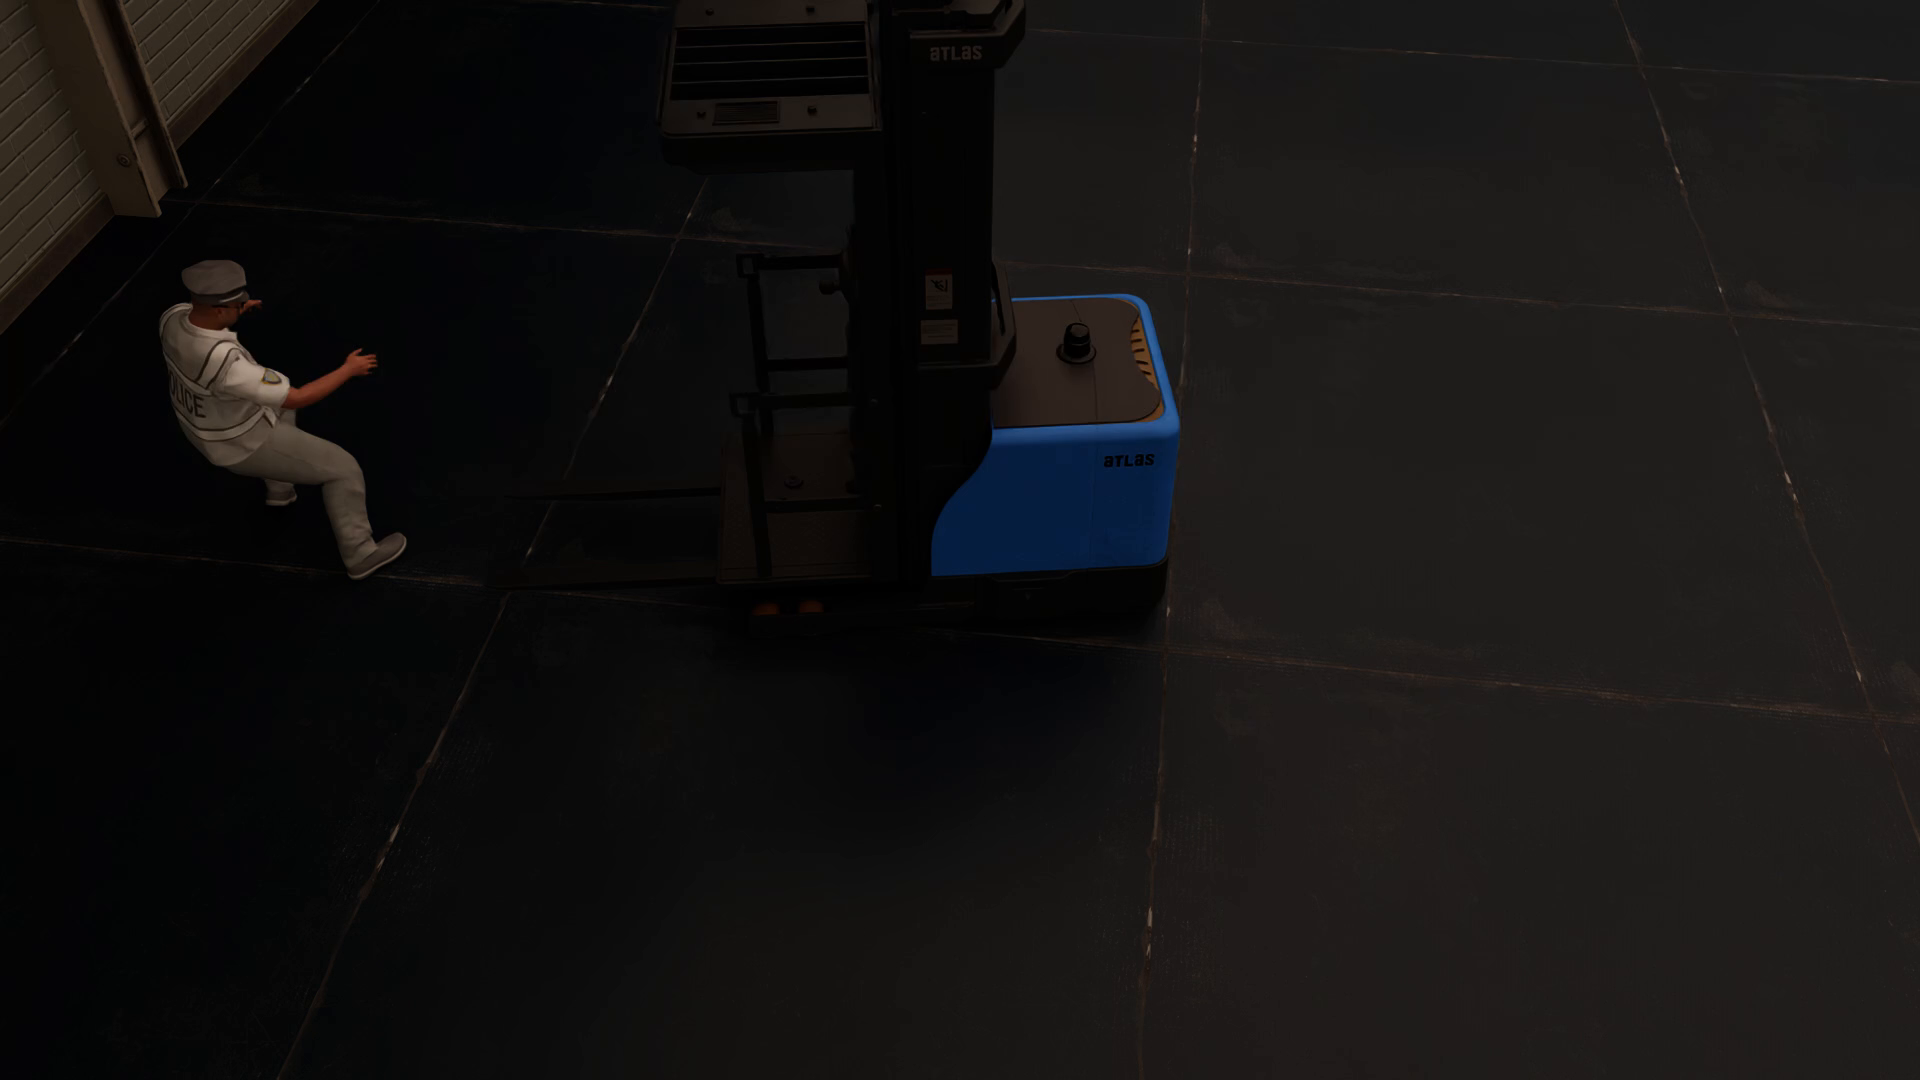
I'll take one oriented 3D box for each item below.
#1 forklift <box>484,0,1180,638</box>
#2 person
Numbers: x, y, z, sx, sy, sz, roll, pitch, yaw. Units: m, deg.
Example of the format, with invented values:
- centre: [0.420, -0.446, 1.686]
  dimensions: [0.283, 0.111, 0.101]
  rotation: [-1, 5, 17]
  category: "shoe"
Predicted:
- centre: [-0.615, -1.013, 6.827]
  dimensions: [3.031, 2.935, 1.130]
  rotation: [-3, 43, -3]
  category: "forklift"
- centre: [-3.054, -0.628, 7.426]
  dimensions: [0.945, 1.549, 0.790]
  rotation: [34, 52, 31]
  category: "person"
